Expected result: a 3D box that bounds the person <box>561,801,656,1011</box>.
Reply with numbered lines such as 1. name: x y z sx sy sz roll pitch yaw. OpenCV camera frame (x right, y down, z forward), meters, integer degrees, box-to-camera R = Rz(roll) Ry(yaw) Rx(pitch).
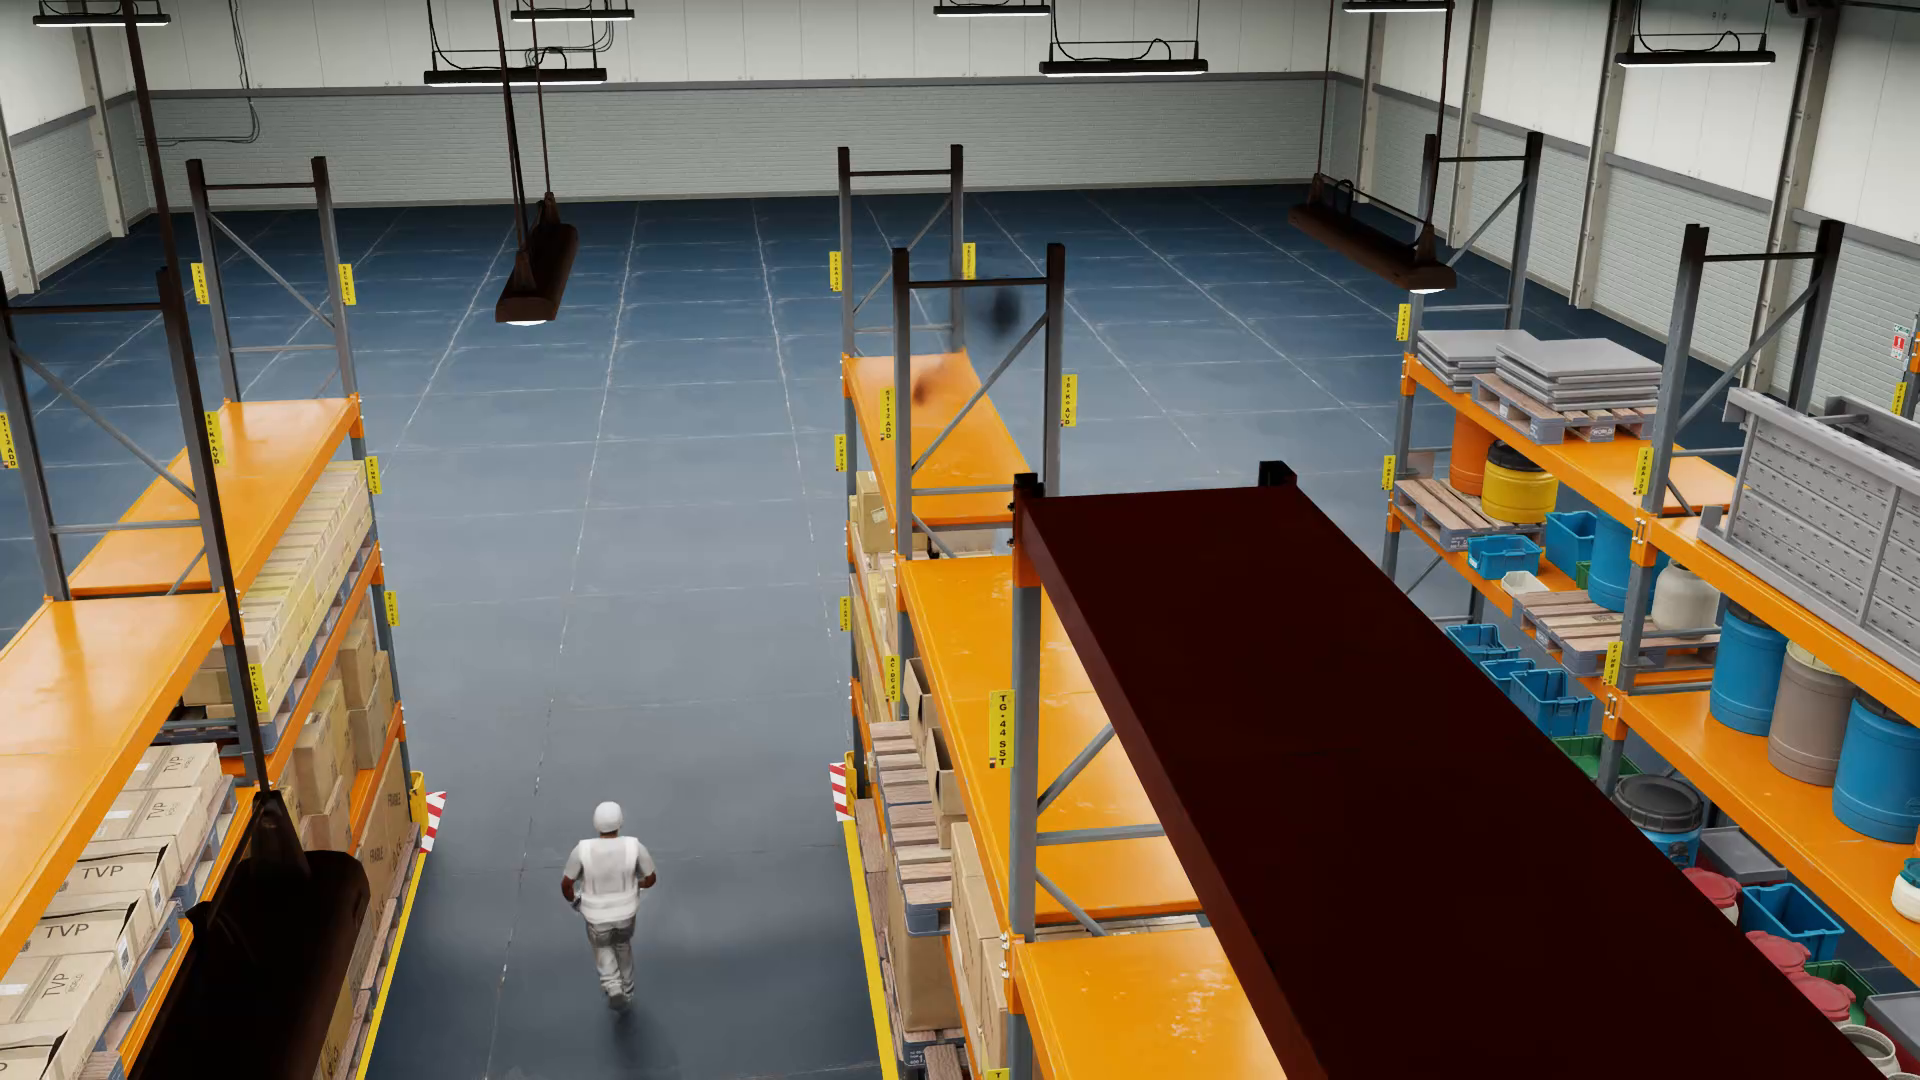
1. person: -2.577 2.767 12.303 0.685 1.756 0.678 -6 22 -14
